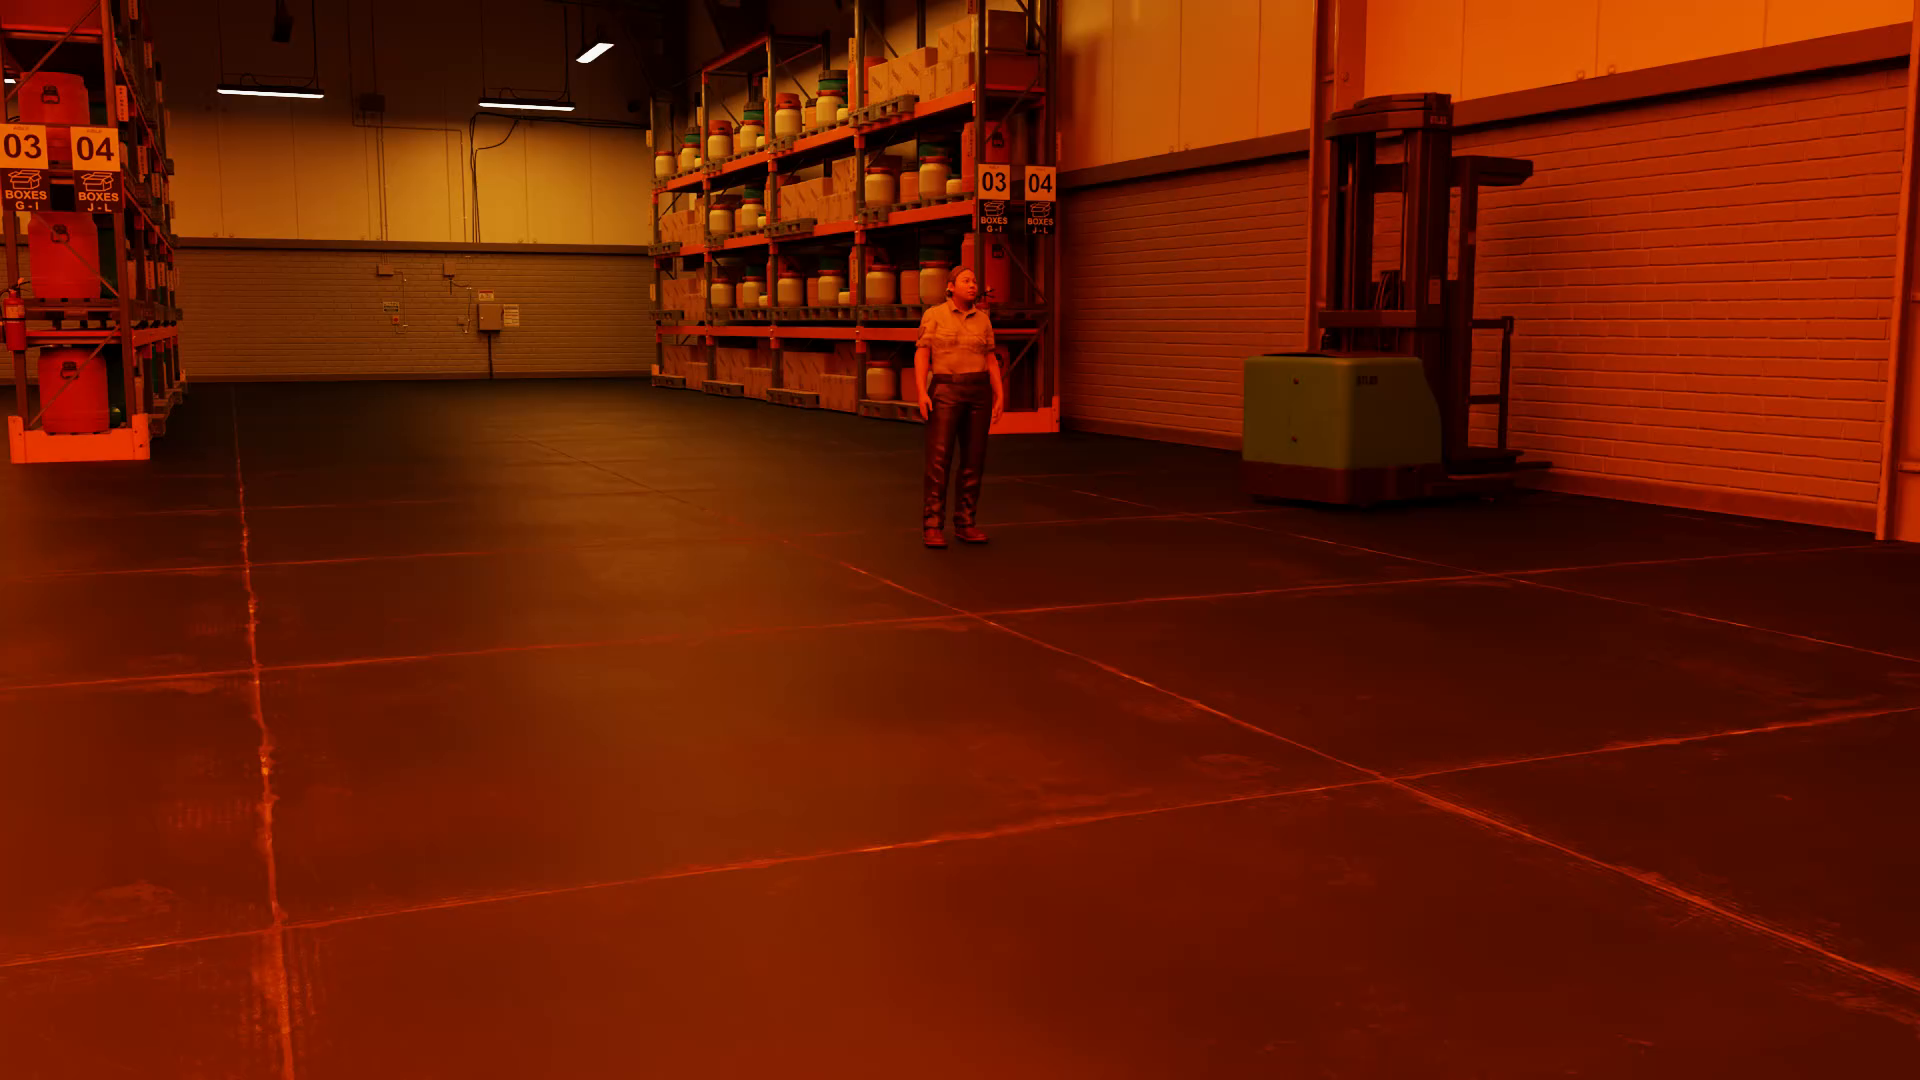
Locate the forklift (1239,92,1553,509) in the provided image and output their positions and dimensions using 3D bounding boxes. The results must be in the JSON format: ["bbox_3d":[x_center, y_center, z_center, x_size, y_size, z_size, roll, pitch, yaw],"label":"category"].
[{"bbox_3d":[3.556,-1.795,12.559,3.031,2.935,1.130,-5,9,-35],"label":"forklift"}]

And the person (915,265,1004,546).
[{"bbox_3d":[0.015,-0.813,9.955,0.598,1.651,0.503,-3,8,-23],"label":"person"}]
